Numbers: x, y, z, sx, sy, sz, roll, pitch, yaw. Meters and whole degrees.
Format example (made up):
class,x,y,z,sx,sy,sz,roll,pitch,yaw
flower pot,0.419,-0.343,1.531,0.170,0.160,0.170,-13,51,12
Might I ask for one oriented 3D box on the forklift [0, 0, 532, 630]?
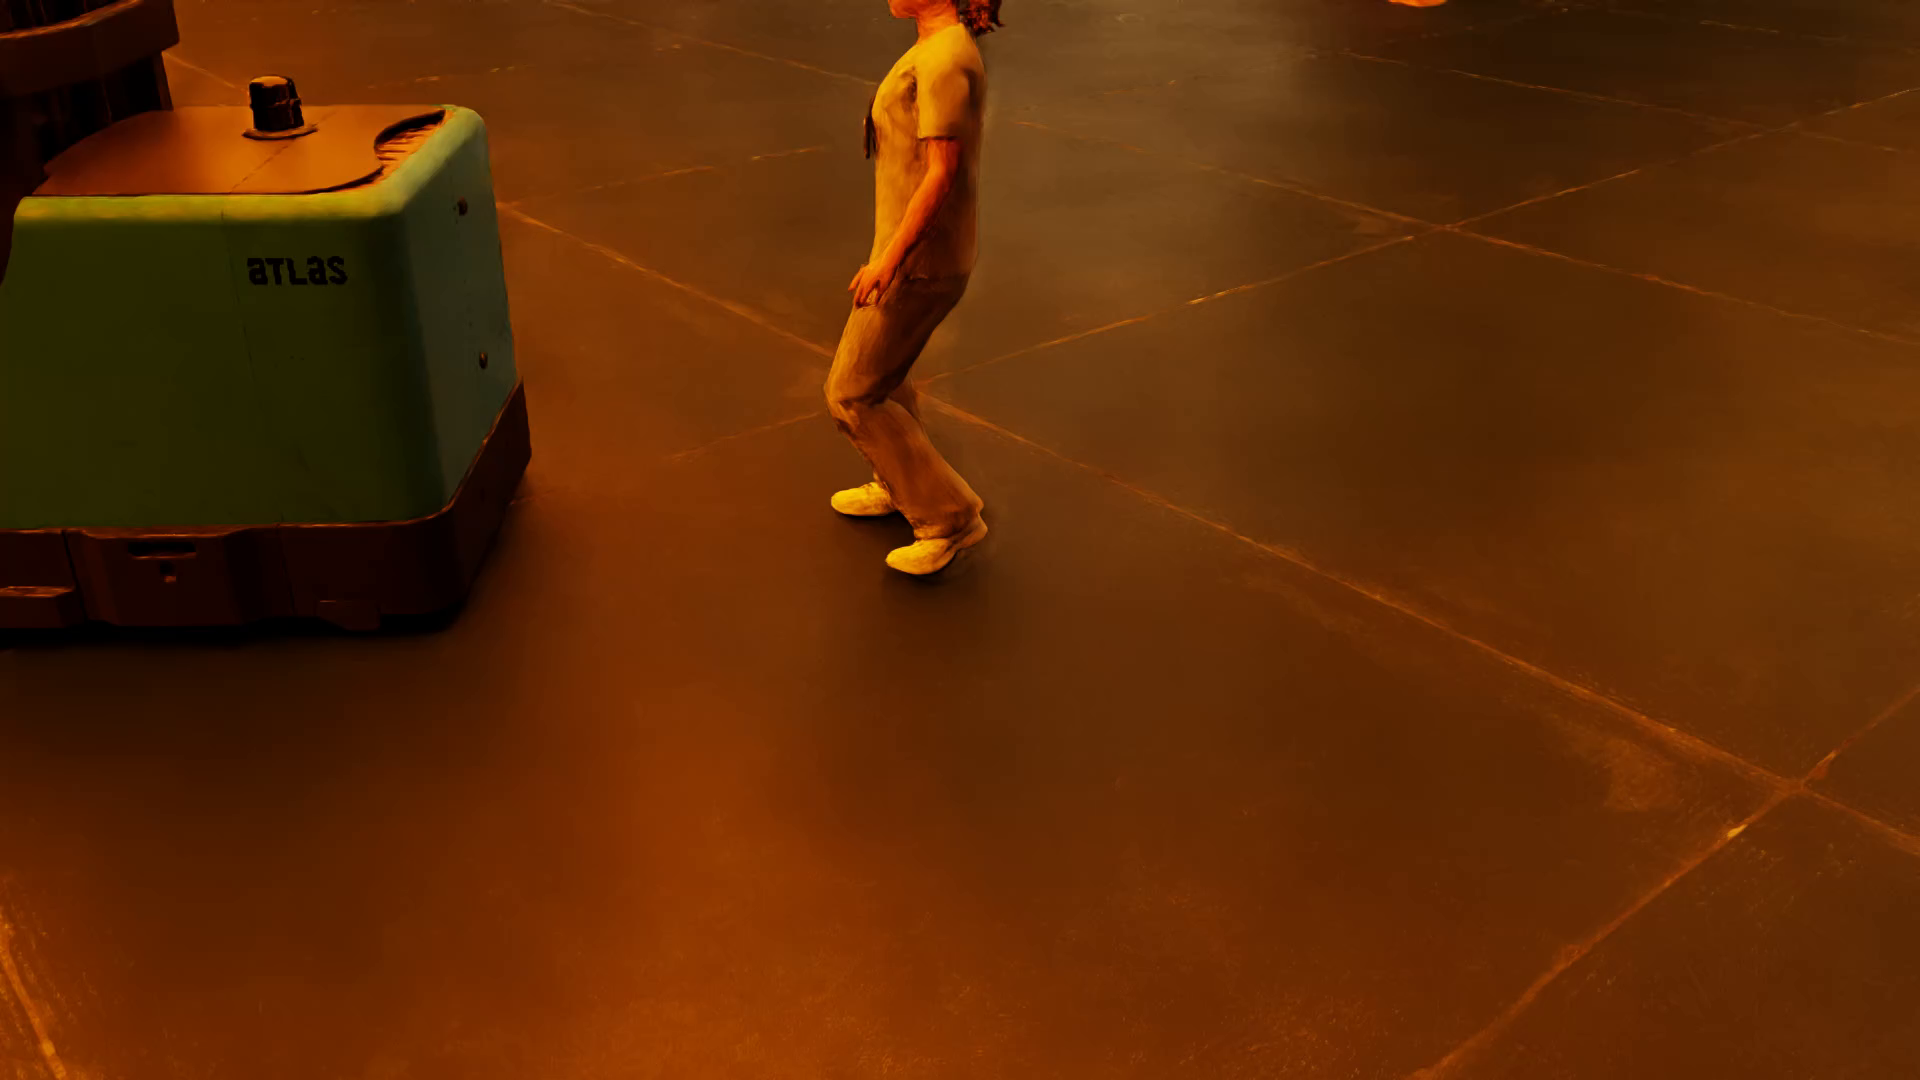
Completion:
class,x,y,z,sx,sy,sz,roll,pitch,yaw
forklift,-2.742,-1.279,3.780,3.031,2.935,1.130,-1,26,-2

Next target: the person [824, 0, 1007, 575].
class,x,y,z,sx,sy,sz,roll,pitch,yaw
person,-0.129,-0.725,4.152,0.480,1.612,0.648,2,26,3
